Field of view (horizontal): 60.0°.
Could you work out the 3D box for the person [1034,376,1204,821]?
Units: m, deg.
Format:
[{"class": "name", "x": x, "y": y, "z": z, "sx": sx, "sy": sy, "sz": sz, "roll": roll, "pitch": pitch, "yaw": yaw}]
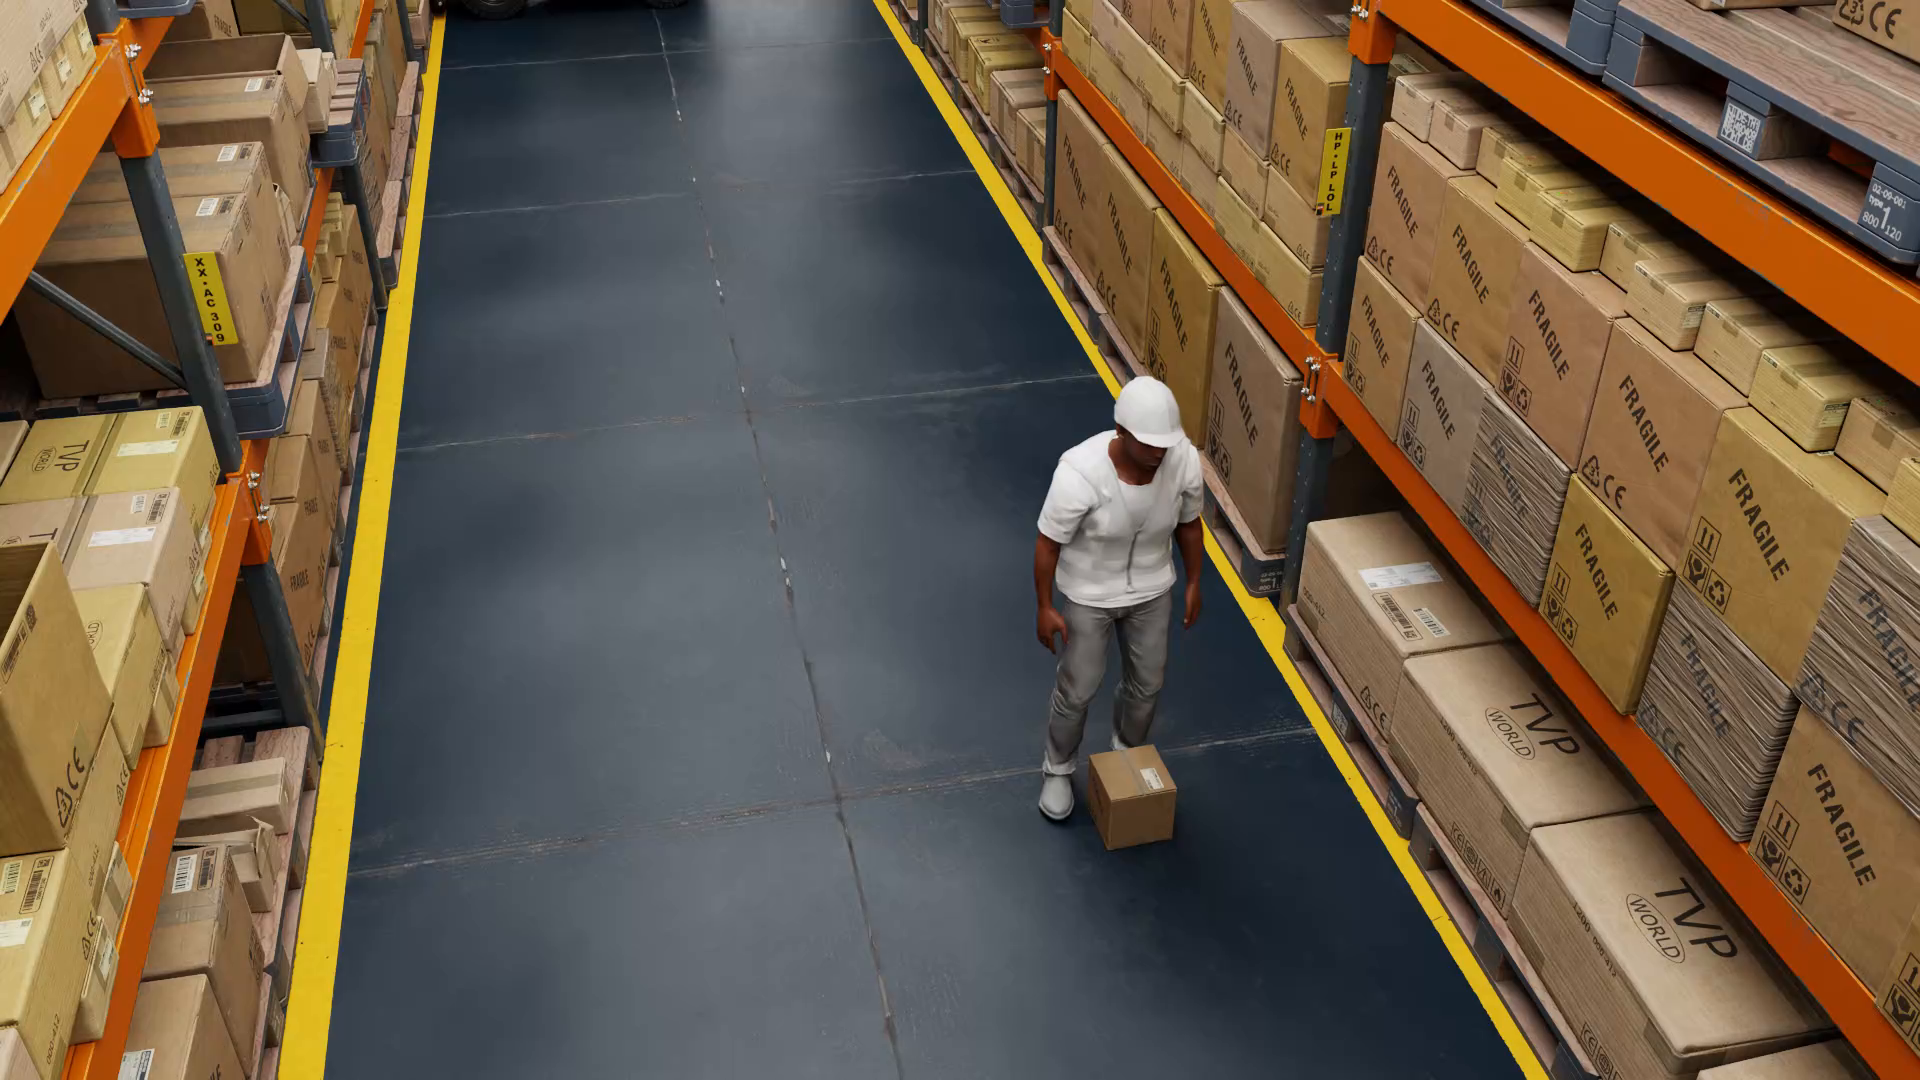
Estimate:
[{"class": "person", "x": 0.562, "y": 0.195, "z": 5.840, "sx": 0.631, "sy": 1.759, "sz": 0.461, "roll": -9, "pitch": 35, "yaw": -13}]
